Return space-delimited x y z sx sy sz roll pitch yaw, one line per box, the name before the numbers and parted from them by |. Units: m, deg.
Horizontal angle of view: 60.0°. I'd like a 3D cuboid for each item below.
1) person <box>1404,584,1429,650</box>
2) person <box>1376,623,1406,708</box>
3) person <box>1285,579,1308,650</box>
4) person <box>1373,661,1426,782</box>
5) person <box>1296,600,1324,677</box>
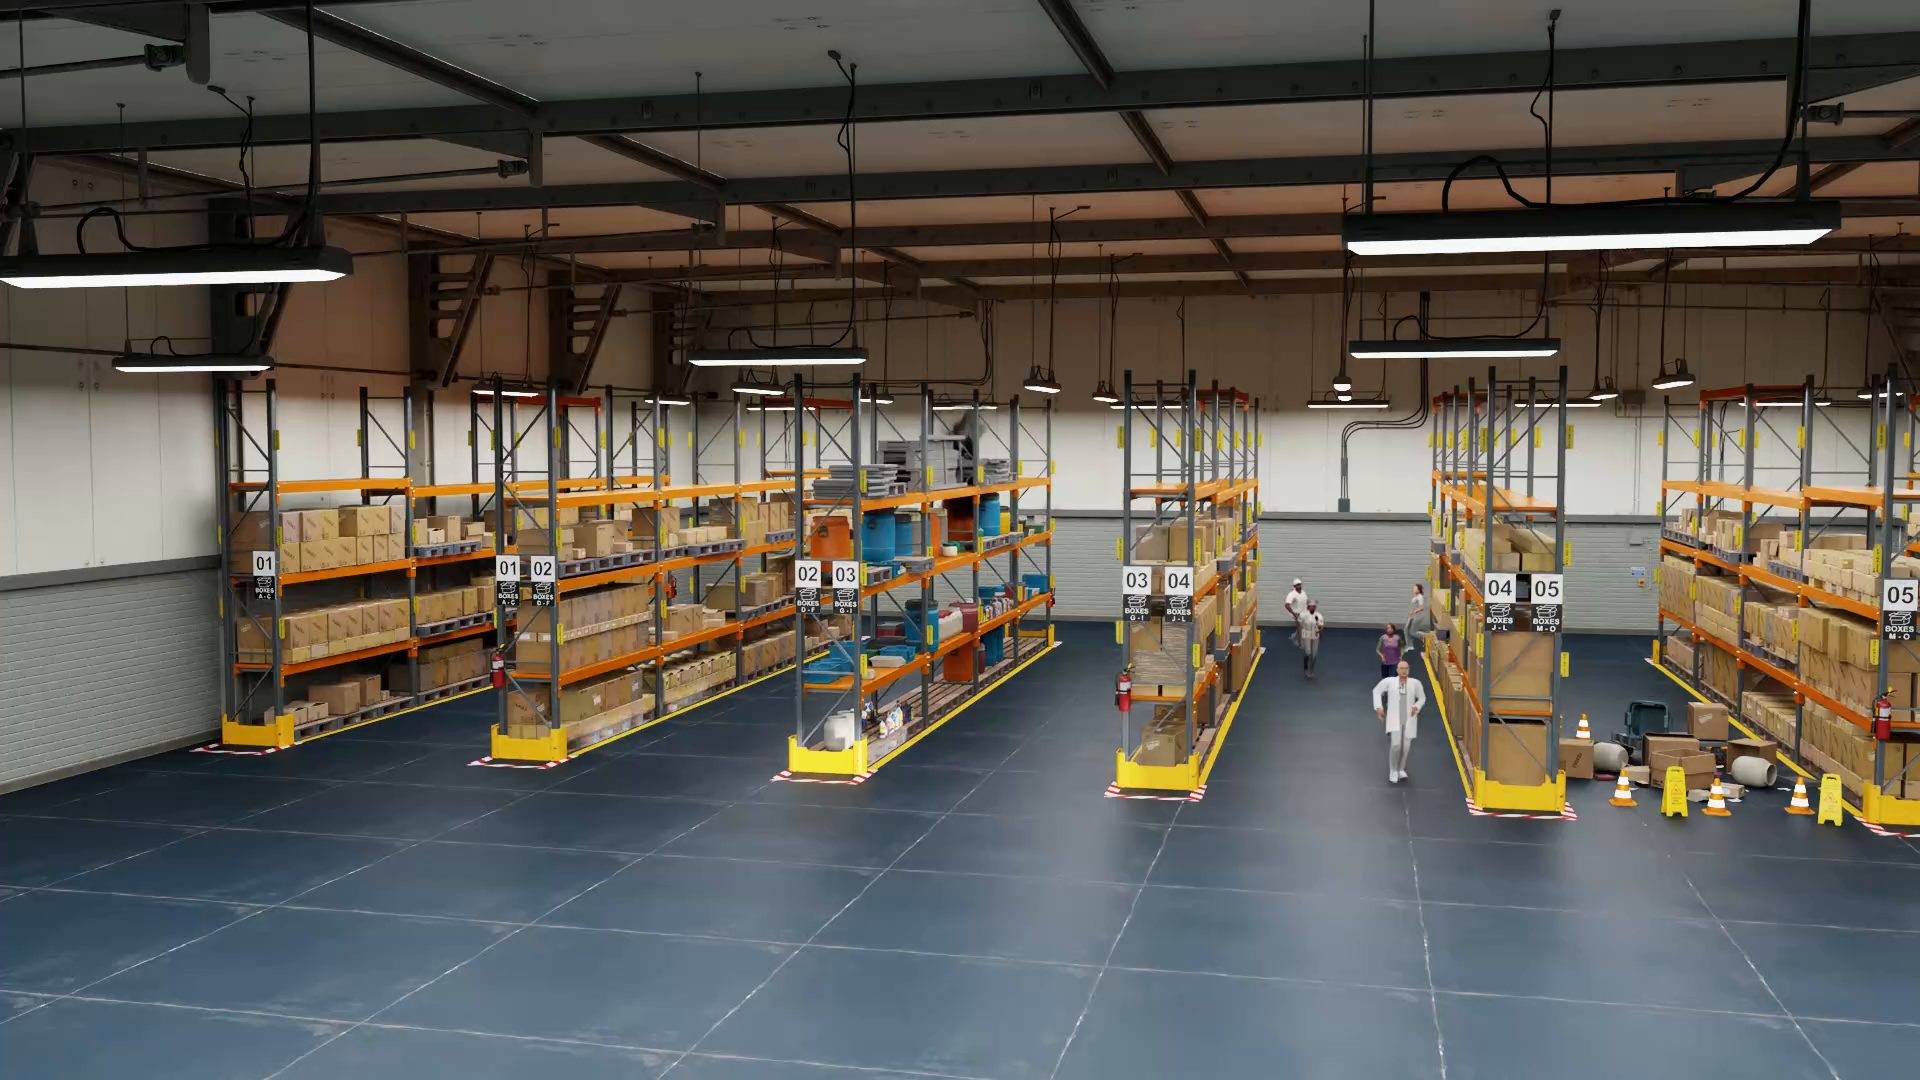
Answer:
person | 10.879 1.961 39.422 0.742 1.382 0.605 0 3 3
person | 8.129 2.348 31.388 0.544 1.588 0.710 1 4 13
person | 8.076 1.782 39.574 0.764 1.714 0.509 -2 4 -35
person | 6.467 2.677 24.413 0.733 1.805 0.679 0 3 6
person | 7.358 2.066 34.906 0.542 1.651 0.717 0 3 3
